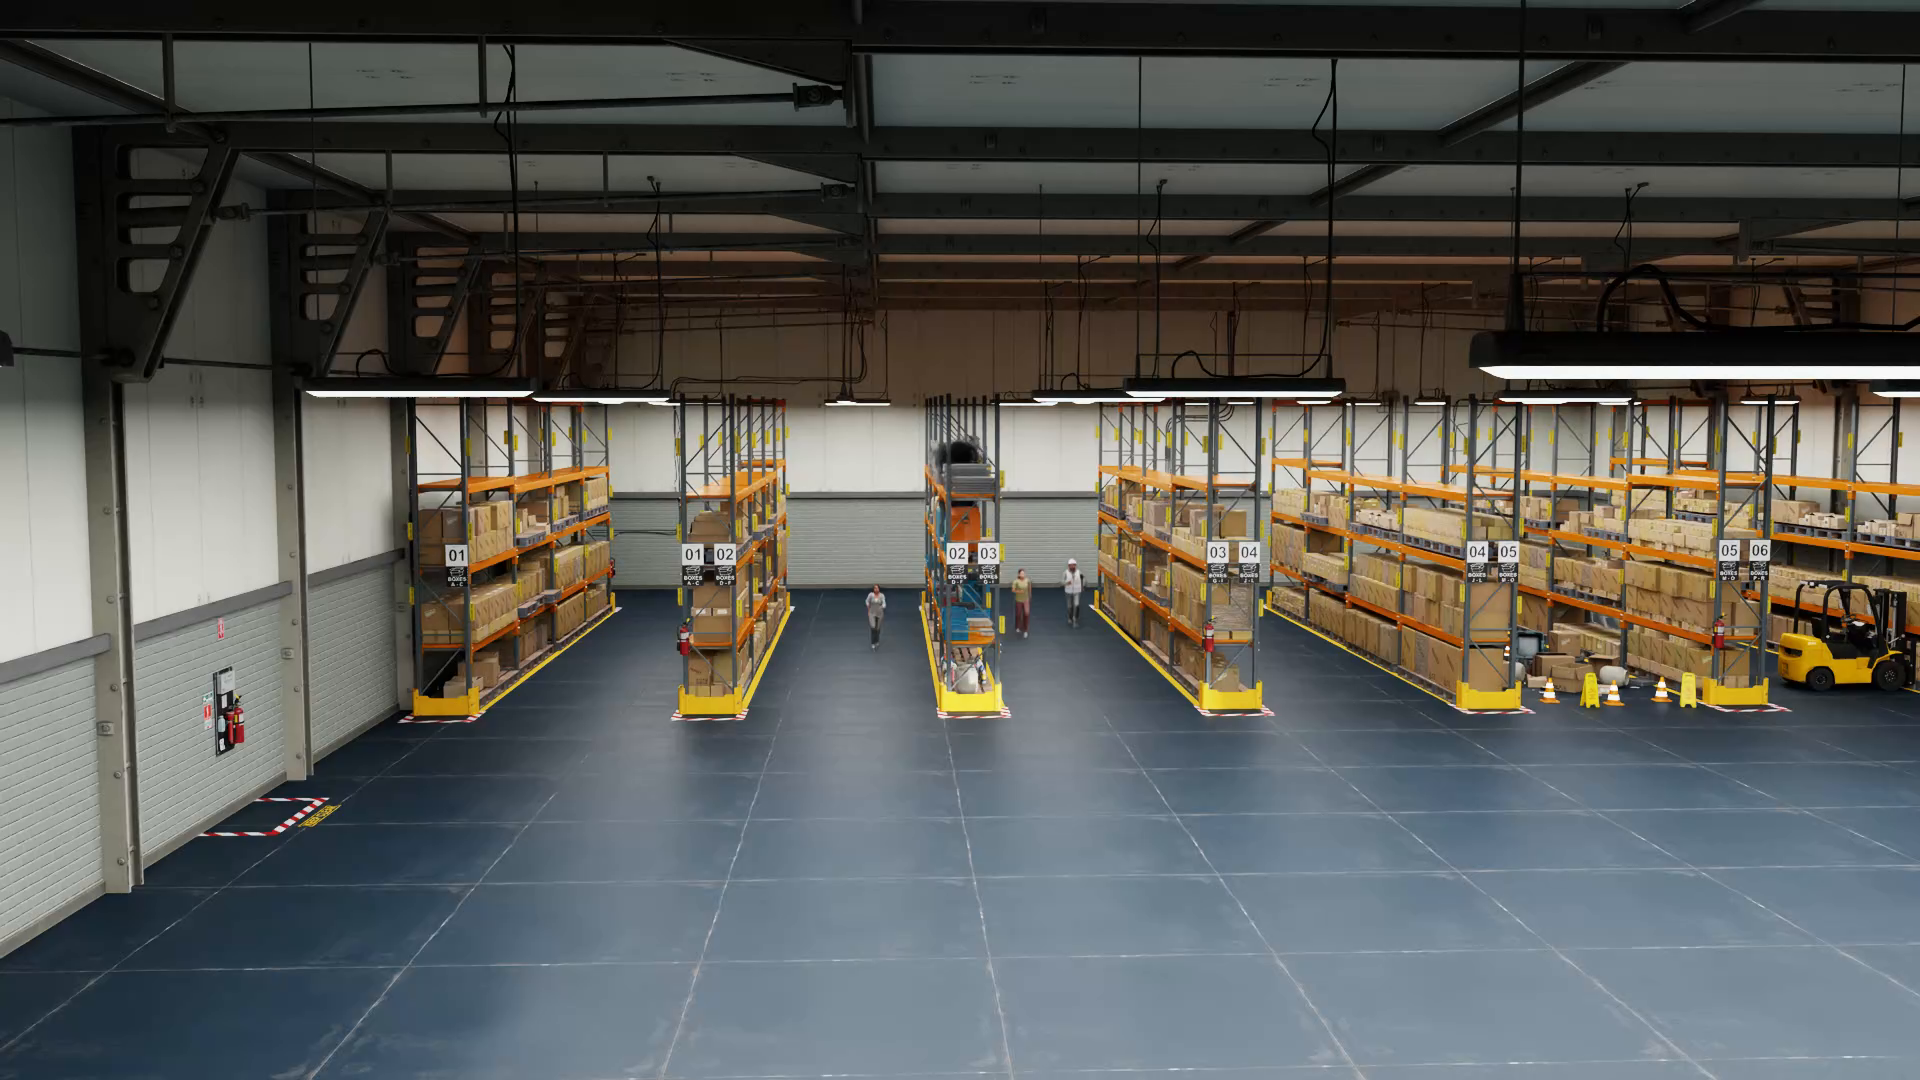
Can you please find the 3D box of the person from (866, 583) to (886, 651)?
[{"bbox_3d":[-1.989,1.822,39.462,0.448,1.606,0.789,-1,5,-10],"label":"person"}]

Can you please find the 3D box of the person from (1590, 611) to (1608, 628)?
[{"bbox_3d":[16.343,1.525,42.655,0.494,1.573,0.906,-1,5,-10],"label":"person"}]

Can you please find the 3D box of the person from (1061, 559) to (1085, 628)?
[{"bbox_3d":[2.960,1.400,43.604,0.625,1.825,0.832,0,5,5],"label":"person"}]

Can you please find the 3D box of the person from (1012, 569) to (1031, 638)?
[{"bbox_3d":[1.551,1.578,41.886,0.548,1.722,0.823,-1,5,-9],"label":"person"}]
